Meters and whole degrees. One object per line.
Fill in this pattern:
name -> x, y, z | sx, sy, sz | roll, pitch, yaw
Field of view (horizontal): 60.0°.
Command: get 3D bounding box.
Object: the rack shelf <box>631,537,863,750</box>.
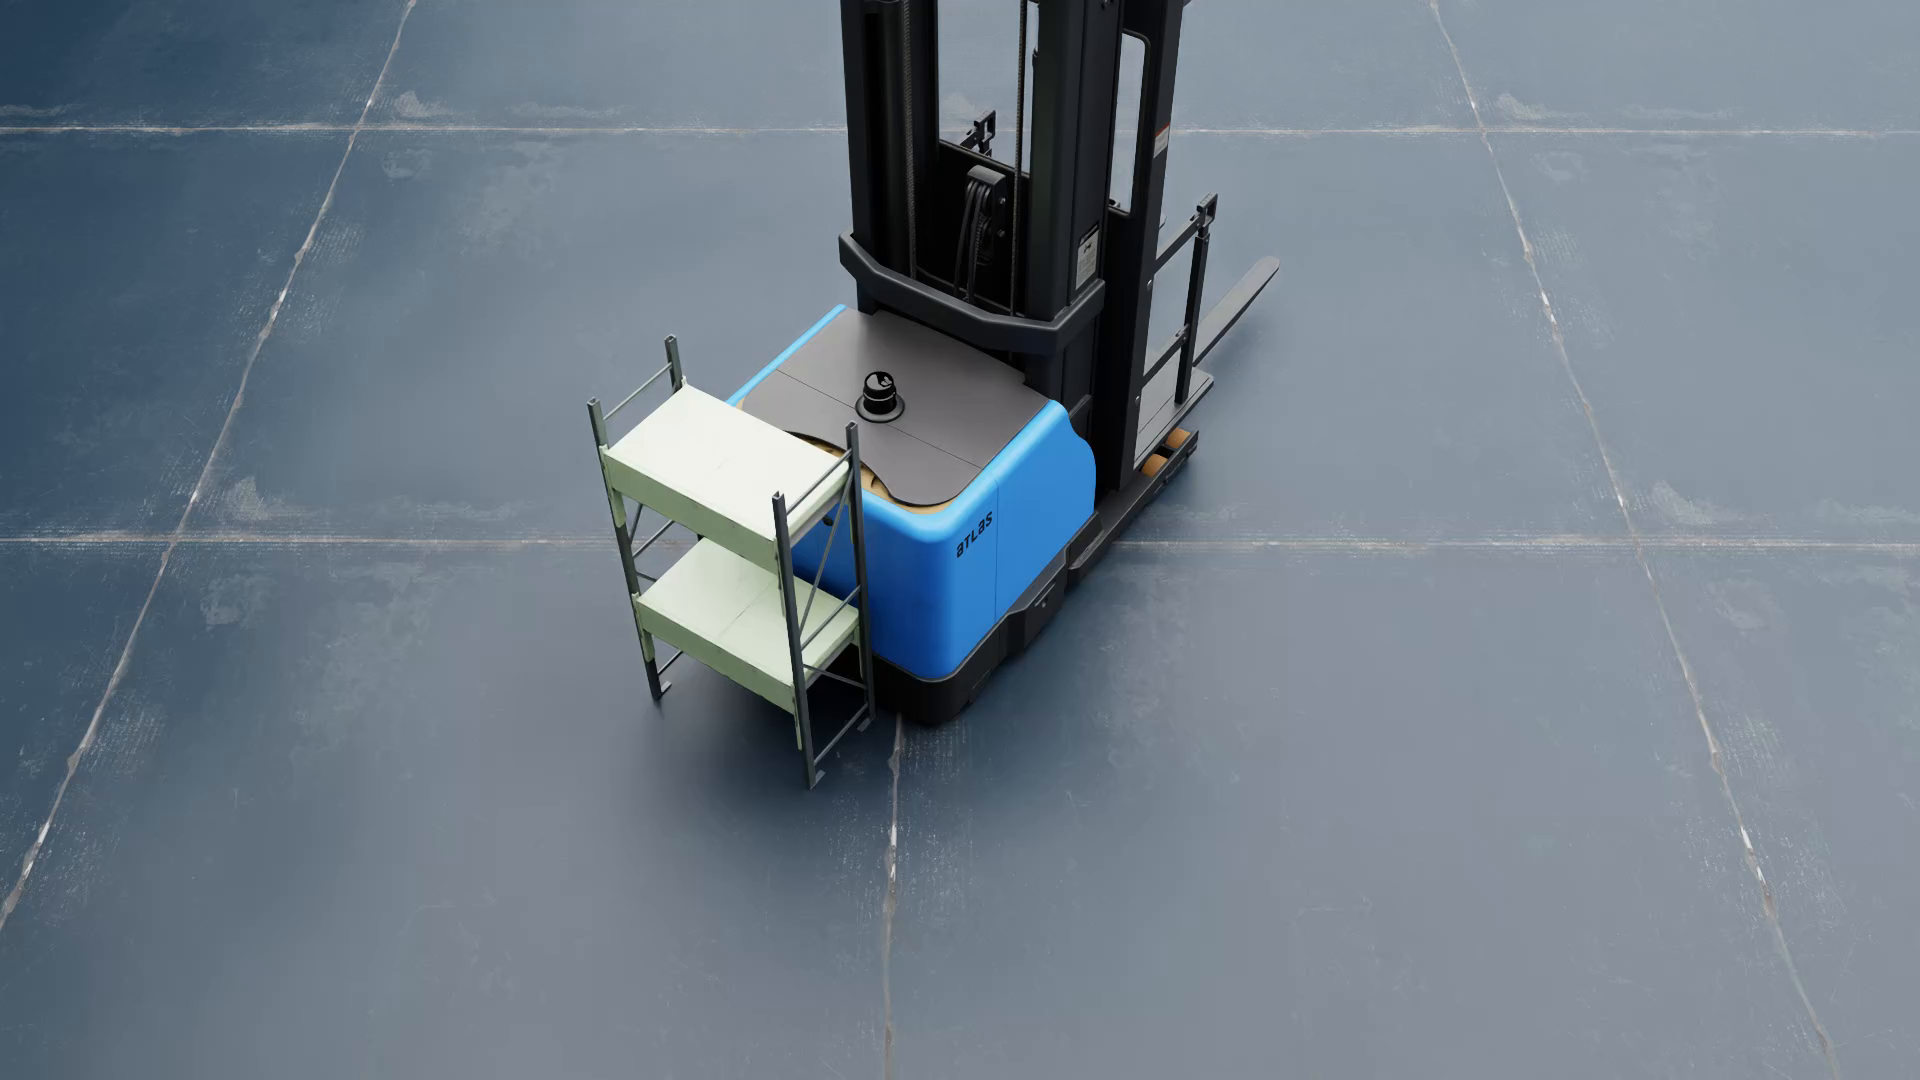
rack shelf -> 15.698, -0.270, 6.666 | 26.908, 0.609, 20.390 | 26, 52, 22

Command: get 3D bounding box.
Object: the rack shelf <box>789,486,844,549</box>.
rack shelf -> -0.739, -0.198, 5.360 | 0.664, 0.071, 0.332 | 26, 52, 22

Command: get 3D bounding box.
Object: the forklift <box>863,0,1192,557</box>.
forklift -> 19.596, -3.743, 4.159 | 32.329, 9.011, 25.350 | 27, 53, 23

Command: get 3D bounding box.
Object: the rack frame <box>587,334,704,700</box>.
rack frame -> -1.042, -0.033, 5.837 | 0.023, 1.500, 0.400 | 26, 52, 22

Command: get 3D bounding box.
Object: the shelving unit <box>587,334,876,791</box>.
shelving unit -> 15.690, -0.577, 6.344 | 26.925, 1.500, 20.390 | 26, 52, 22

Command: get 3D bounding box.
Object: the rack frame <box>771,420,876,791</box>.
rack frame -> -0.435, 0.267, 5.558 | 0.023, 1.500, 0.400 | 26, 52, 22
